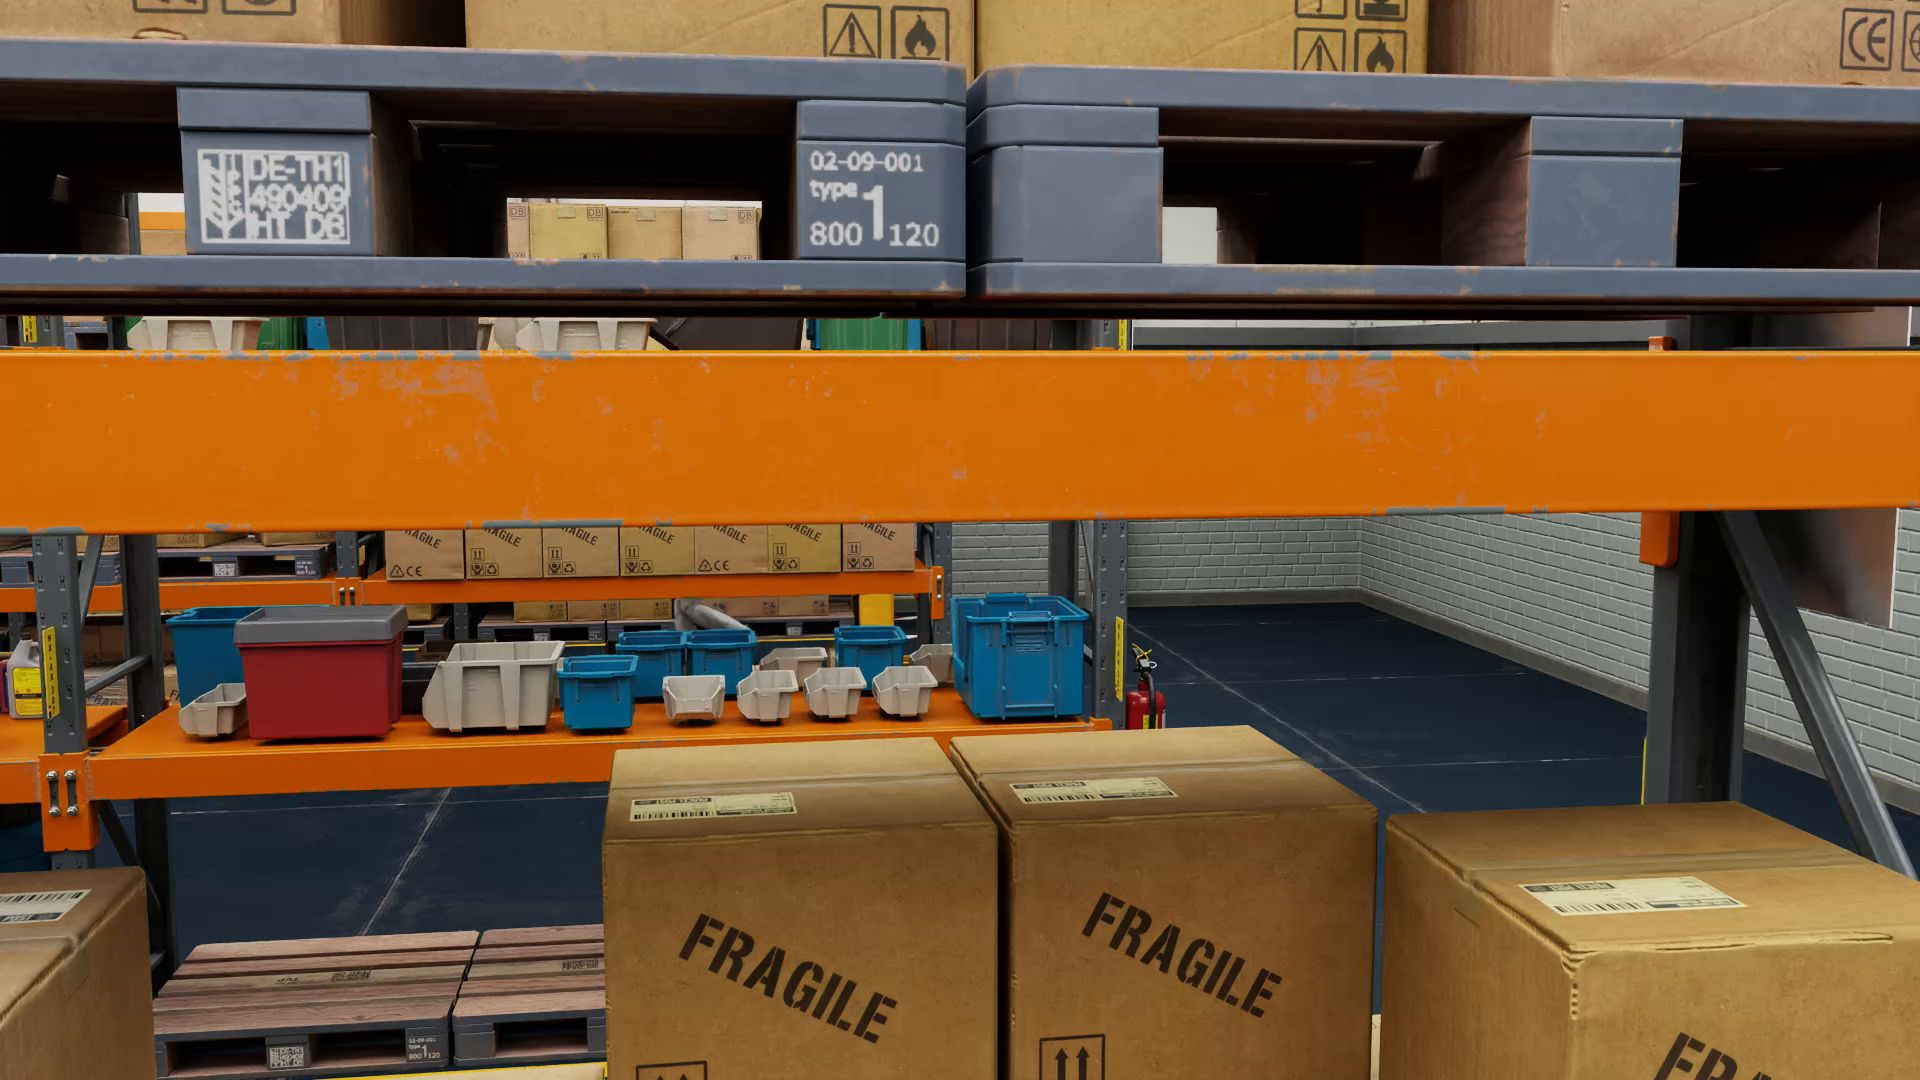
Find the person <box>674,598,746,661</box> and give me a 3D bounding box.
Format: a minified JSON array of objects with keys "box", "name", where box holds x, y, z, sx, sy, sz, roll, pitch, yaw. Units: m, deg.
[{"box":[-2.347,0.228,15.033,0.784,1.760,0.591,-2,7,-13],"name":"person"}]
